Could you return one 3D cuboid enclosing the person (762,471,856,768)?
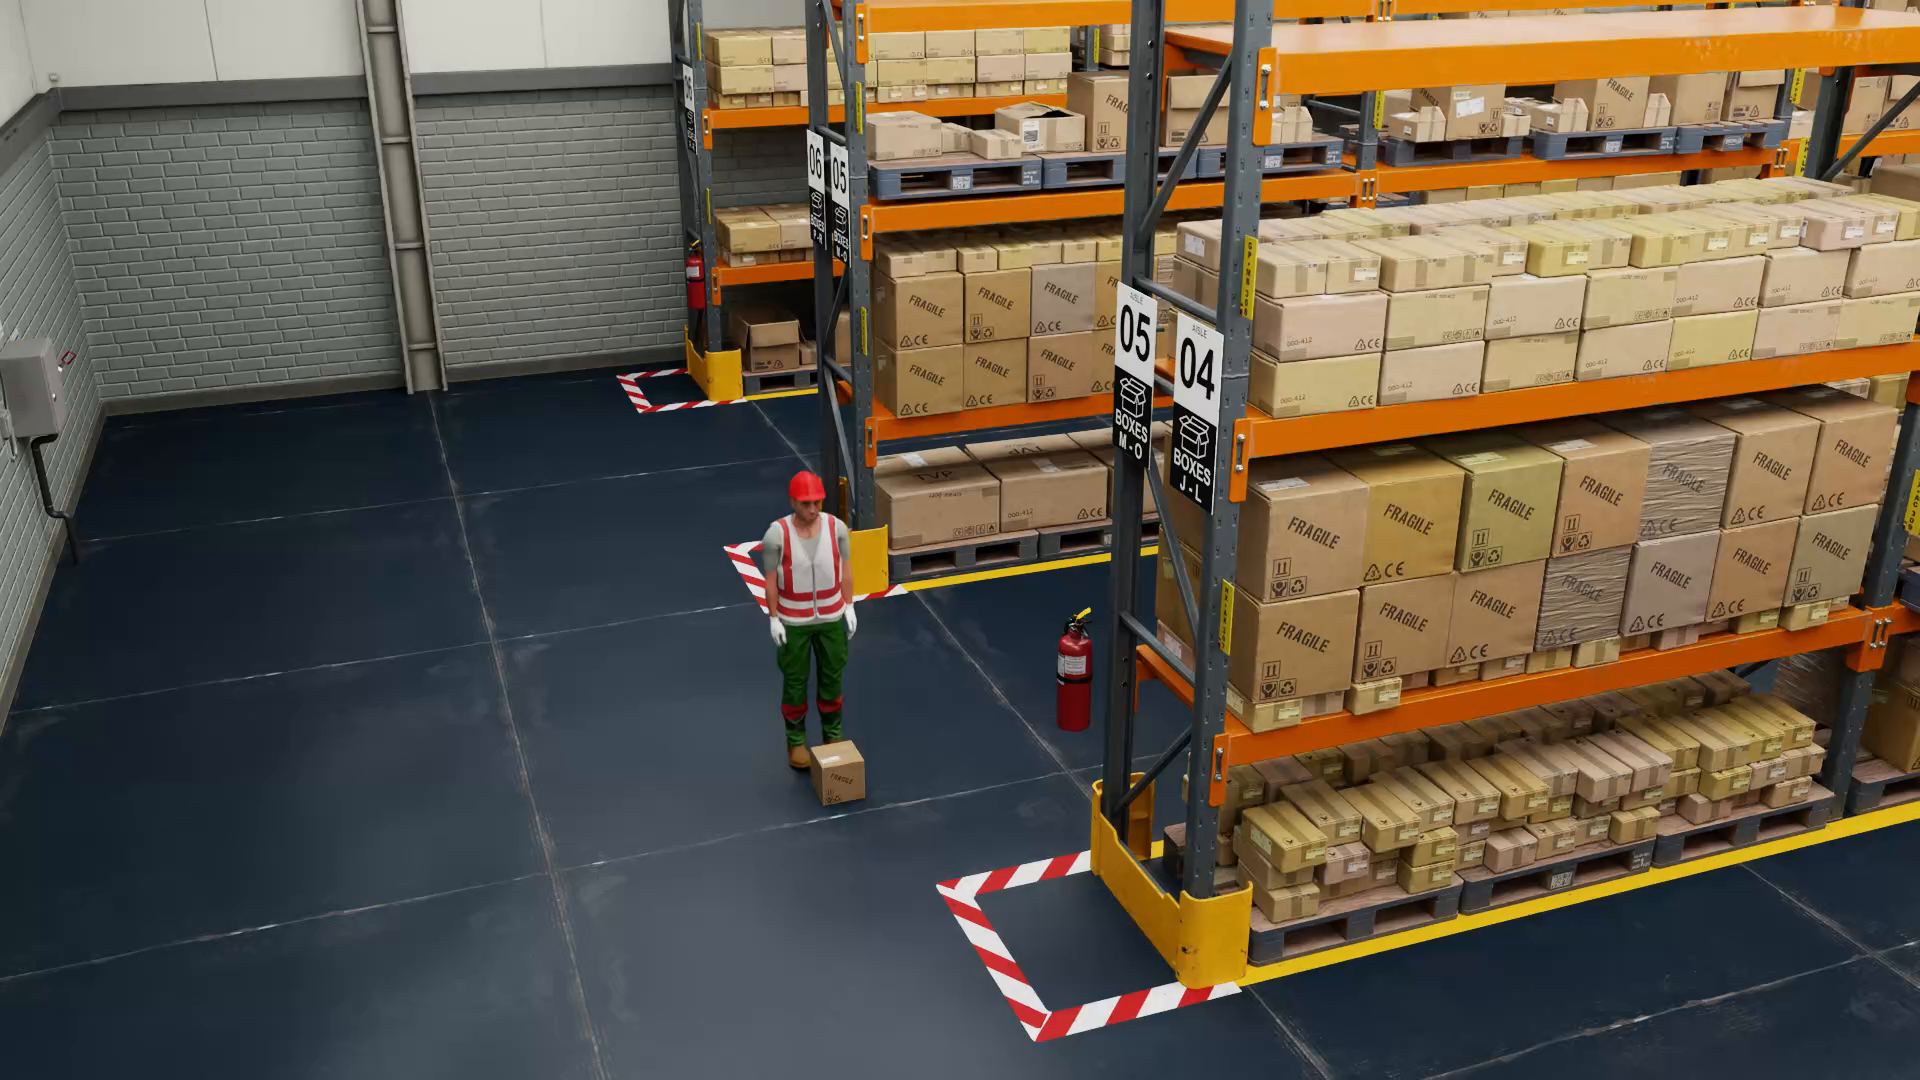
[{"bbox_3d":[-0.862,0.457,9.689,0.529,1.792,0.367,-8,24,-18],"label":"person"}]
